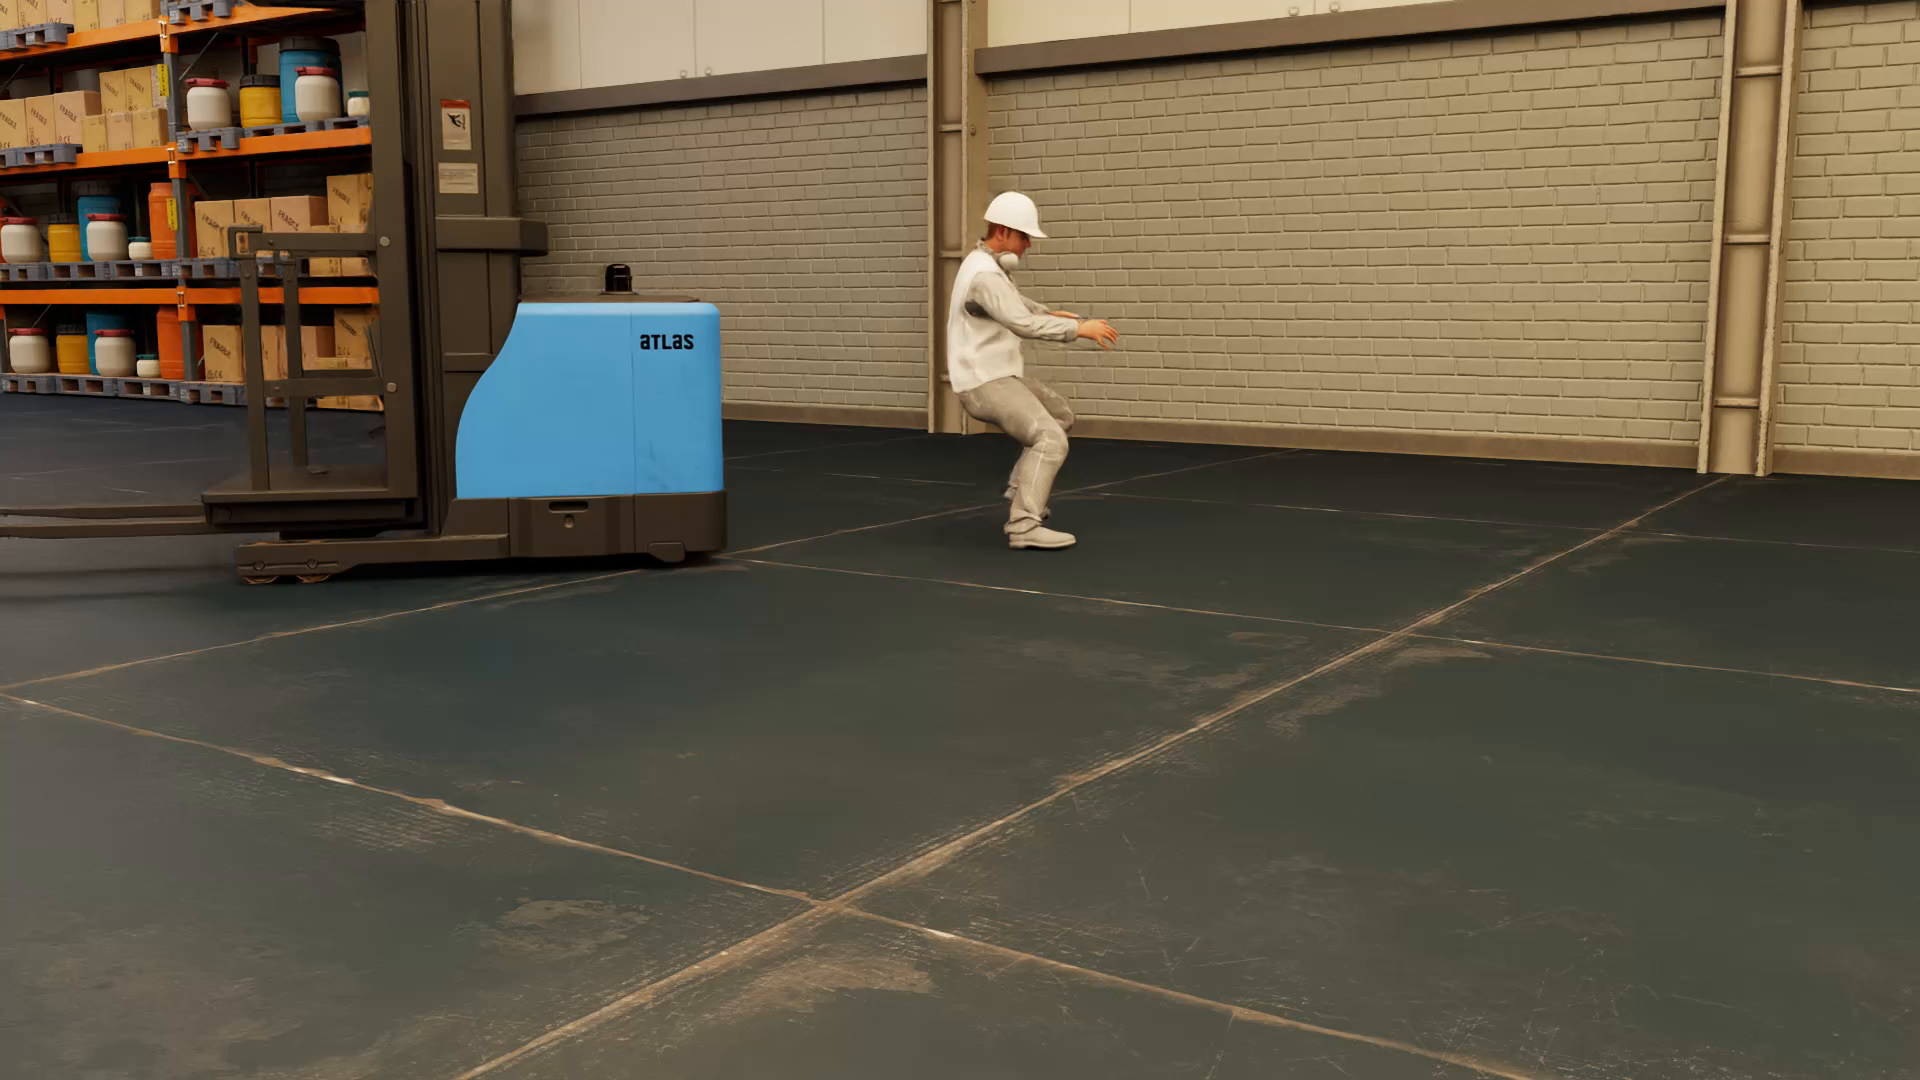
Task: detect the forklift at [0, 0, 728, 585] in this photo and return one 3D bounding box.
[{"bbox_3d":[-2.535,-1.360,6.759,3.031,2.935,1.130,-2,8,-13],"label":"forklift"}]

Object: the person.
[{"bbox_3d":[0.327,-0.793,7.630,0.782,1.568,0.953,1,8,4],"label":"person"}]
